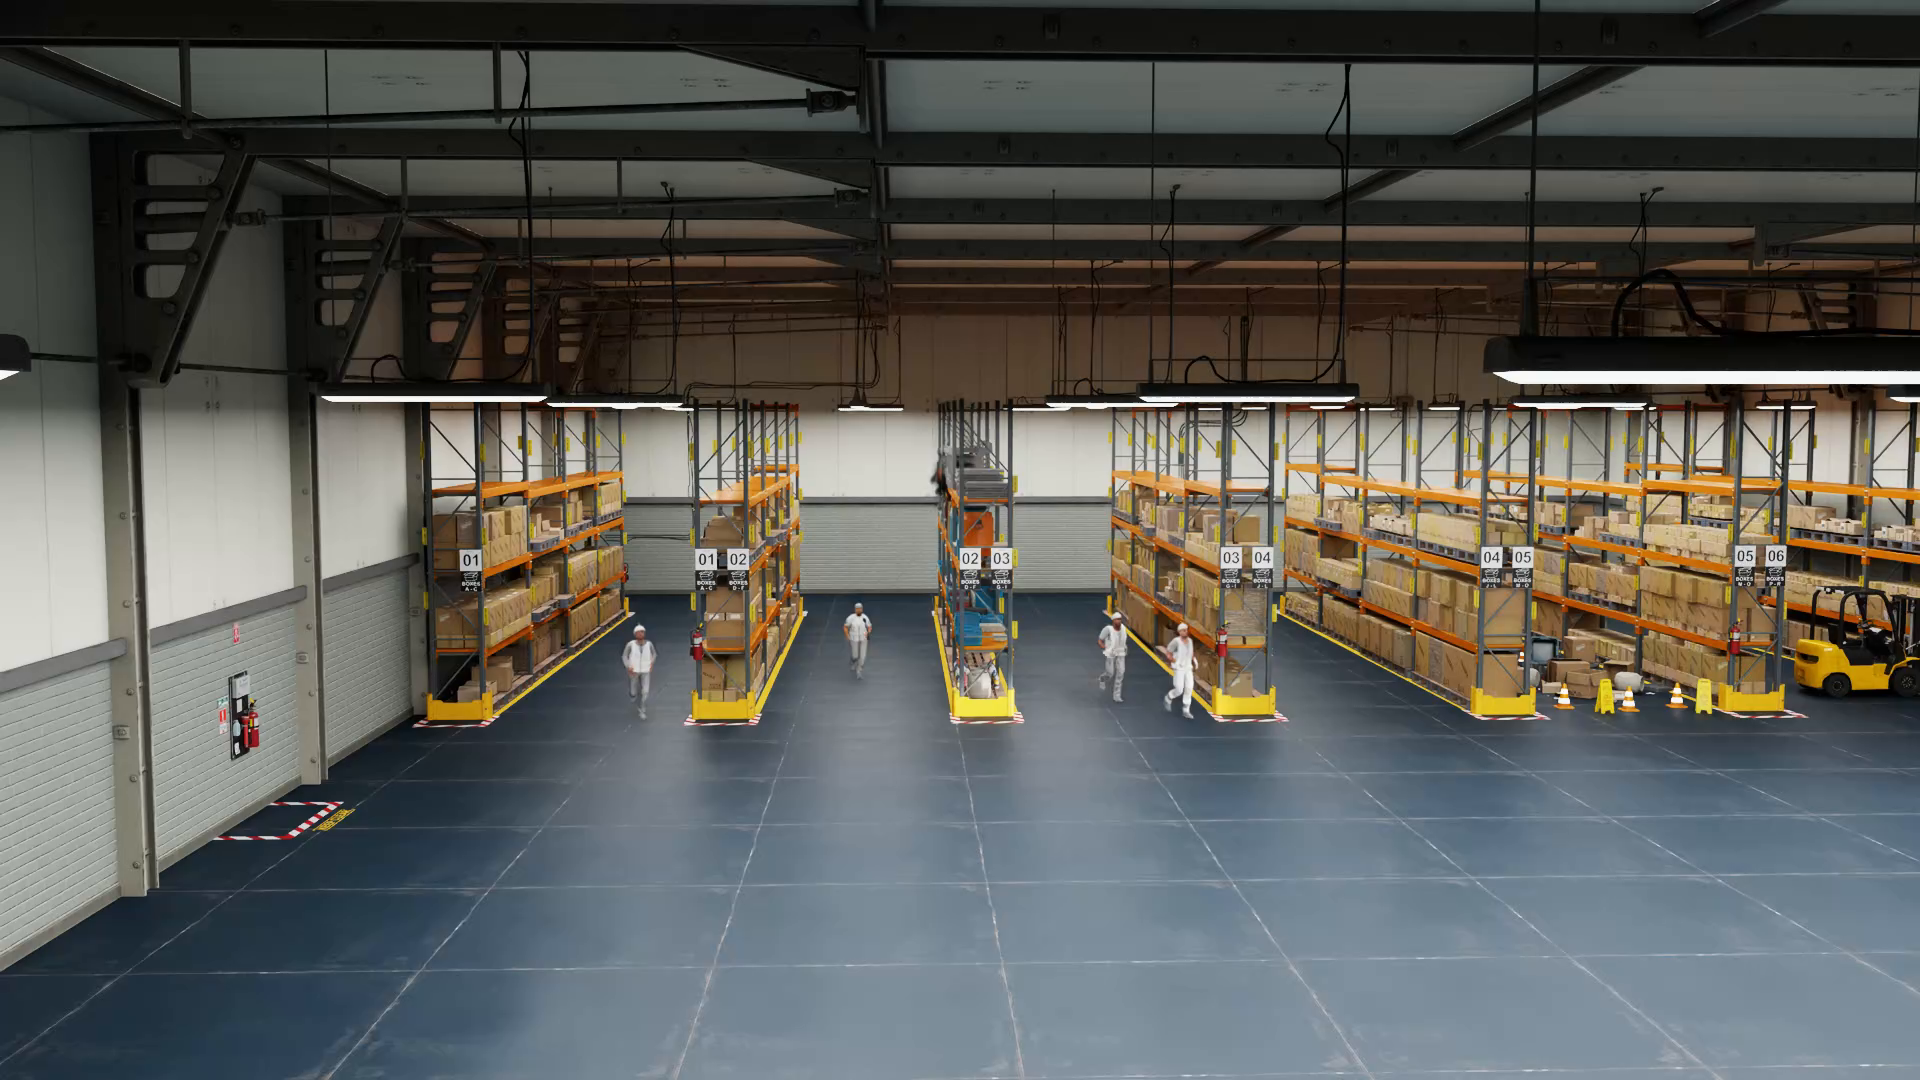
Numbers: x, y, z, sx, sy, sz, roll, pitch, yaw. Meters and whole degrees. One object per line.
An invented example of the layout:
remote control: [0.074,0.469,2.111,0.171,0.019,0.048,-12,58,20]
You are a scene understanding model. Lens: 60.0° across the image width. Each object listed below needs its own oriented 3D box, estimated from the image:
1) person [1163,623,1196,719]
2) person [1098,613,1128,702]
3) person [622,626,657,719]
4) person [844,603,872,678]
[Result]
person: [4.185,2.453,31.470,0.688,1.782,0.784,-2,5,-28]
person: [3.079,2.322,33.352,0.707,1.766,0.896,-2,5,-26]
person: [-6.073,2.486,31.554,0.654,1.741,0.844,-1,4,-15]
person: [-2.201,2.191,36.097,0.615,1.613,0.546,-1,4,-12]
